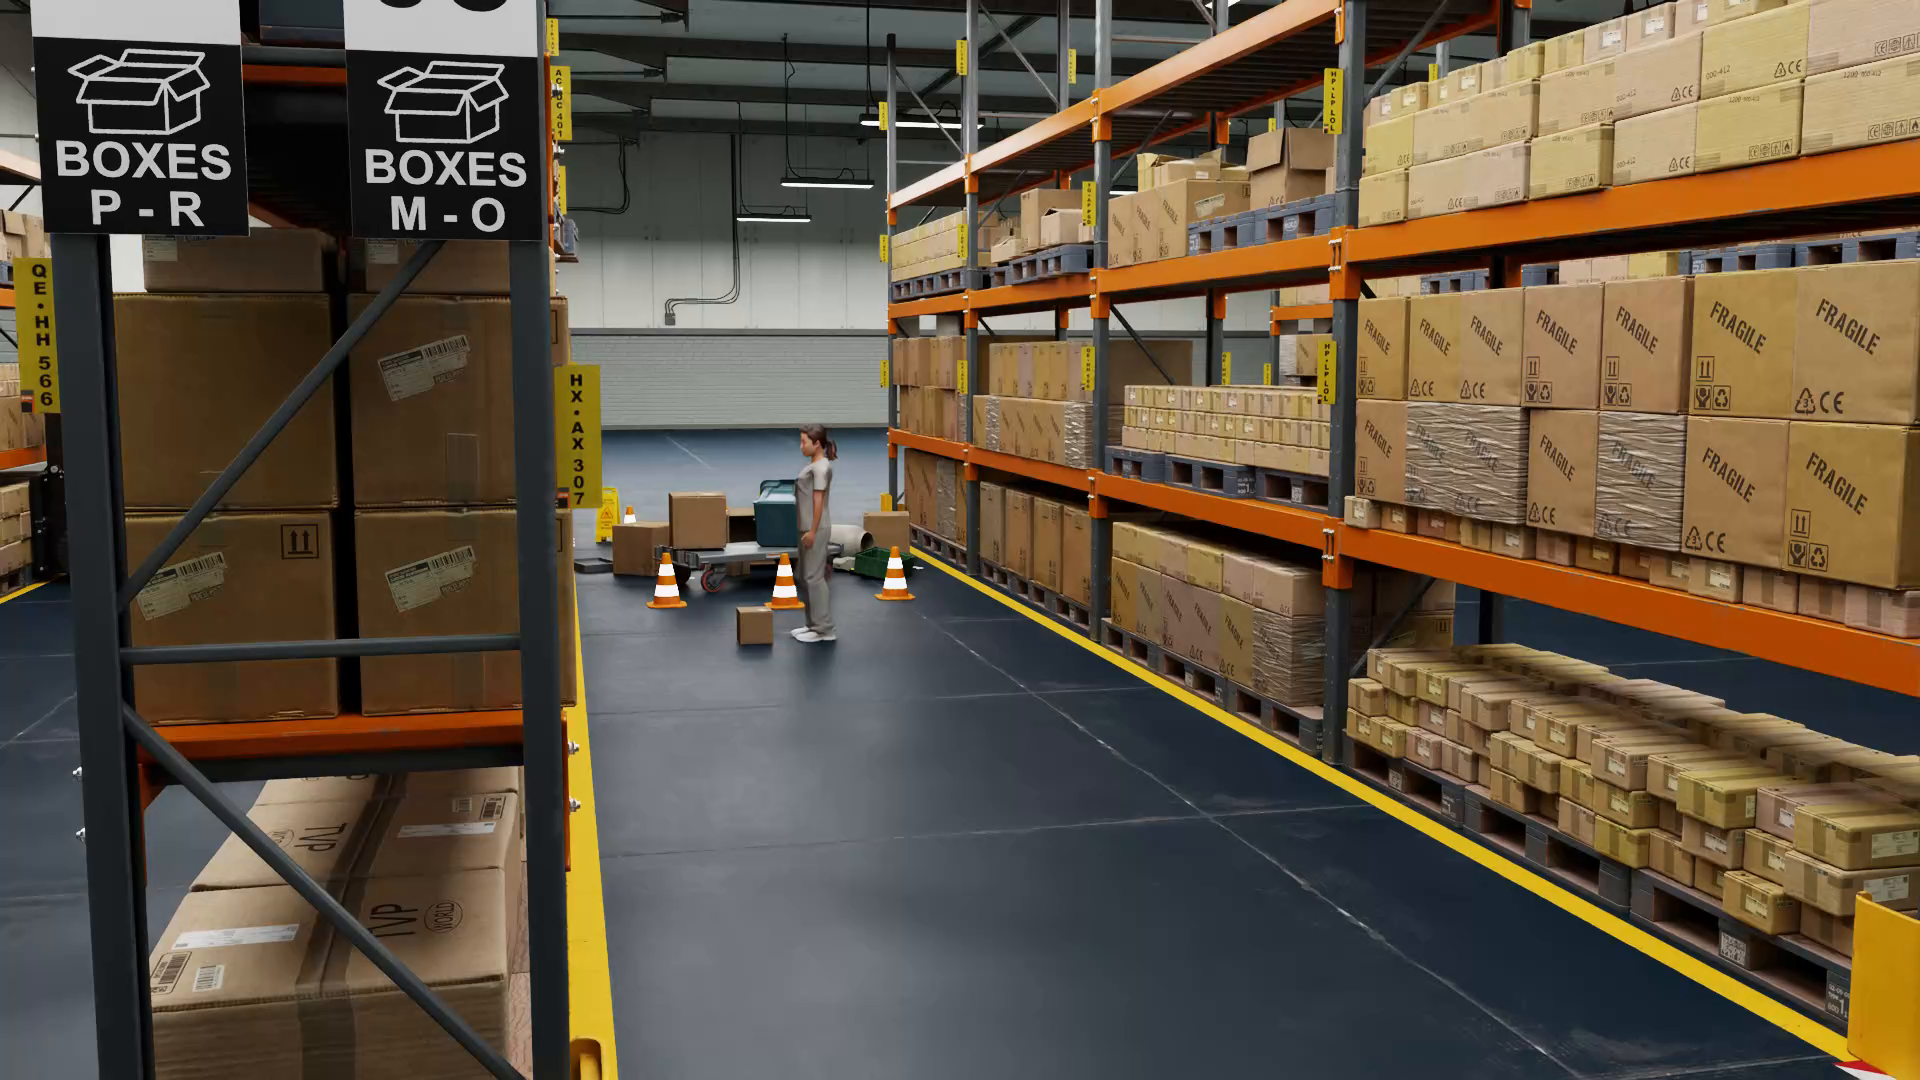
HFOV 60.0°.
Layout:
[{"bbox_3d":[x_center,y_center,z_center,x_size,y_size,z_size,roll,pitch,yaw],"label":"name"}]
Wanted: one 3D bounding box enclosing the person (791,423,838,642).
[{"bbox_3d":[-1.104,-0.062,12.749,0.363,1.673,0.439,-1,6,-13],"label":"person"}]
